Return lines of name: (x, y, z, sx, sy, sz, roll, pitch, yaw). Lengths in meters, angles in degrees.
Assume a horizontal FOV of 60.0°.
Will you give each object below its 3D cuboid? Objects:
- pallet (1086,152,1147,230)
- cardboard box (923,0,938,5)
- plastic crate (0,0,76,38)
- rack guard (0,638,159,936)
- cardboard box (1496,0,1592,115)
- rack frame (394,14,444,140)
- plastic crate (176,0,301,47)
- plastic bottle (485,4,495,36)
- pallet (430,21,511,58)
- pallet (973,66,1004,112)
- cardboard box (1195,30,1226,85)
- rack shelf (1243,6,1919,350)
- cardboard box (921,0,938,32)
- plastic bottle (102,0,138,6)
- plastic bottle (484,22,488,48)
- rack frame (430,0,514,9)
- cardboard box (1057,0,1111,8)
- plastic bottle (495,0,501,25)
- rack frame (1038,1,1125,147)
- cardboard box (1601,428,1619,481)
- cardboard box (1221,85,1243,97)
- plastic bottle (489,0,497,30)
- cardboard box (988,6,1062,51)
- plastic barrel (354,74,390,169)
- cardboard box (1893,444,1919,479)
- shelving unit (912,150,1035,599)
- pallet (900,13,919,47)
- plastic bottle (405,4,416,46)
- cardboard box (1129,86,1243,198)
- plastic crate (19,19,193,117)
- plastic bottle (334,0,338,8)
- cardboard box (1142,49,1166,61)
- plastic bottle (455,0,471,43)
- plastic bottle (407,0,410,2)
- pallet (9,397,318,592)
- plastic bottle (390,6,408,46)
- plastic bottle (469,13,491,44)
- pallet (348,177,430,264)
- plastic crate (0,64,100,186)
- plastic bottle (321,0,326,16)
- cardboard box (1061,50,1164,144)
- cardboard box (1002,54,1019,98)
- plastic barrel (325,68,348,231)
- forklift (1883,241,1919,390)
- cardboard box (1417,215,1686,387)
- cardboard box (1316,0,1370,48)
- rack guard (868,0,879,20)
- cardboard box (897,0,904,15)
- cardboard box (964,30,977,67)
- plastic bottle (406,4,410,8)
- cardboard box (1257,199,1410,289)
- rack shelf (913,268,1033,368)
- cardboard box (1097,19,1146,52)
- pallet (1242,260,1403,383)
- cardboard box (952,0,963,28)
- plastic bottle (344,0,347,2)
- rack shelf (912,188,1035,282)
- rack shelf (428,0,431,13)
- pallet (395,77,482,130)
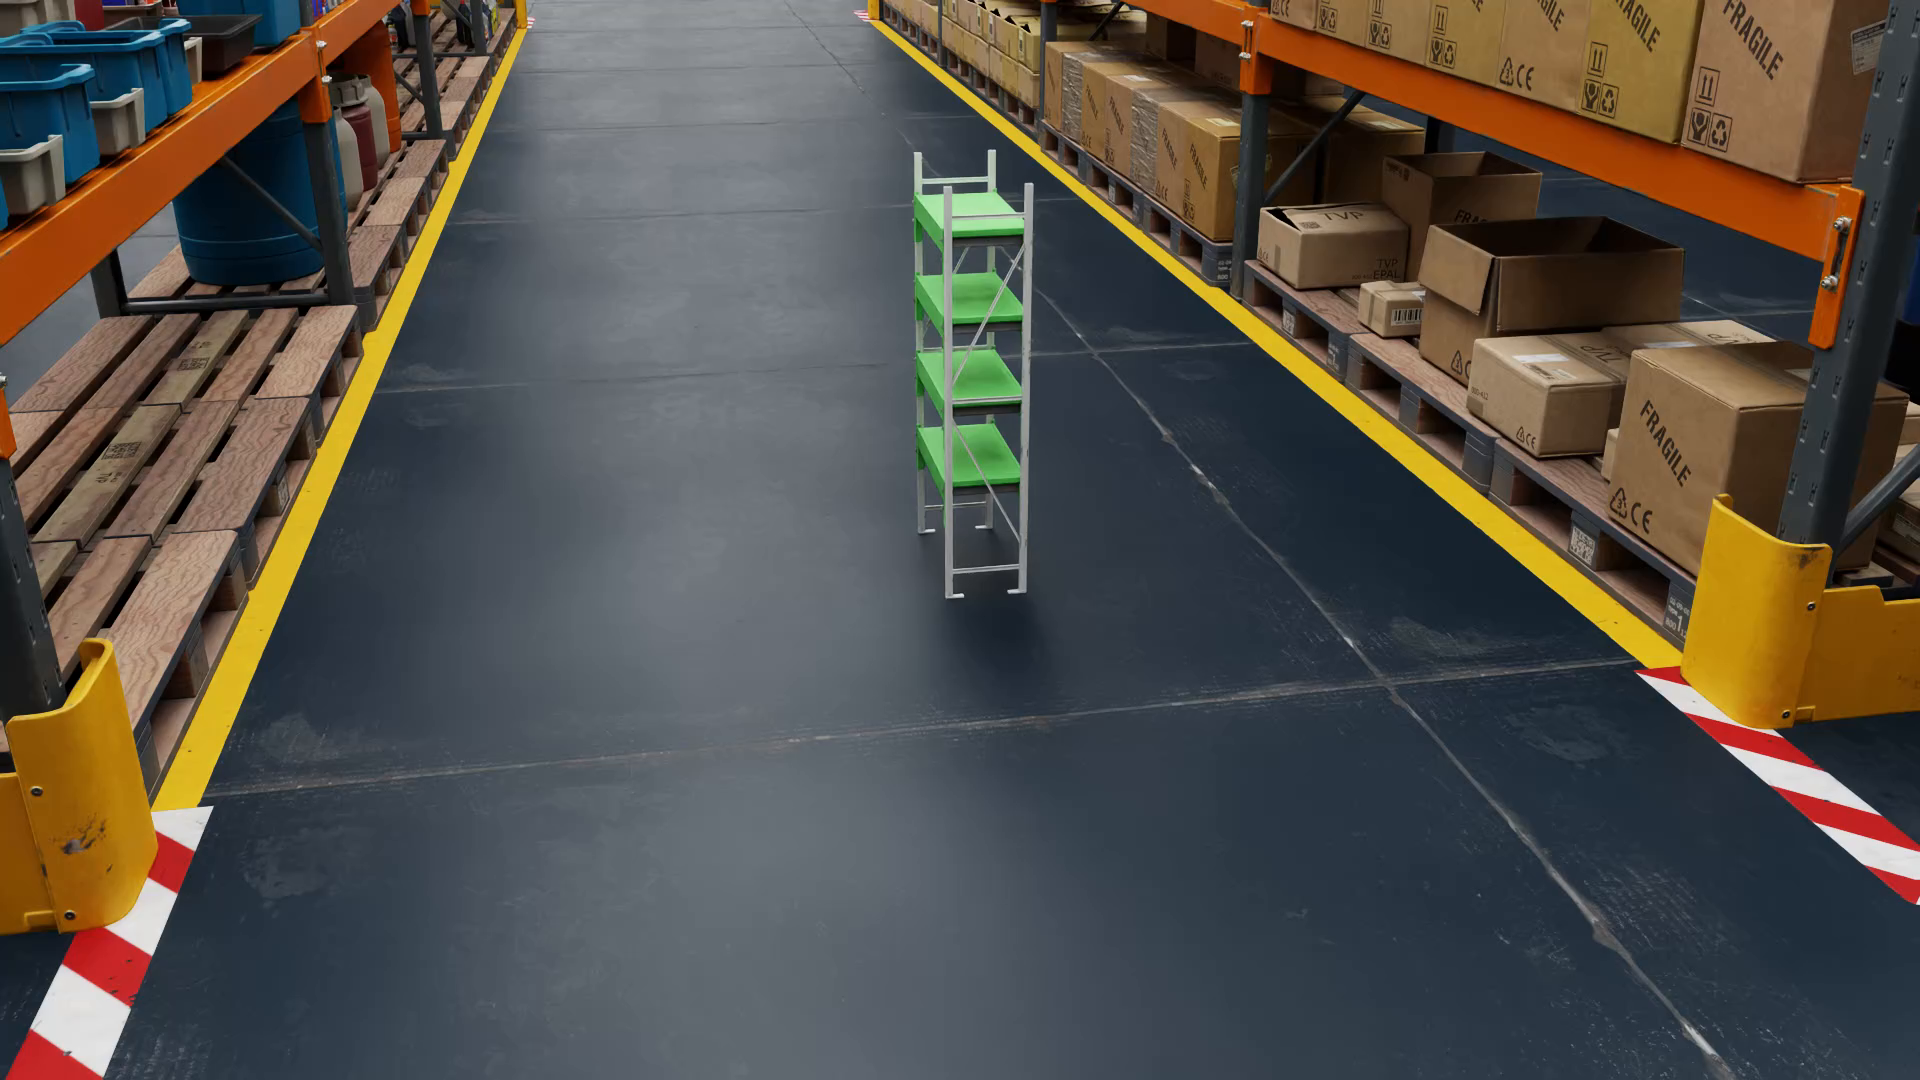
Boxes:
pallet: (1.367, -2.070, 9.725, 1.003, 0.211, 1.213, -4, 24, -10)
cardboard box: (-0.078, -5.336, 15.694, 0.500, 0.500, 0.500, -4, 24, -10)
plastic crate: (-2.984, -1.543, 5.109, 0.437, 0.282, 0.530, -4, 24, -10)
rack guard: (-2.328, 0.543, 3.382, 1.175, 0.500, 0.348, -4, 24, -10)
cardboard box: (1.986, -1.579, 4.992, 0.500, 0.500, 0.500, -4, 24, -9)
rack frame: (-3.825, -3.758, 10.106, 1.000, 3.000, 0.127, -4, 24, -10)
plastic crate: (-2.664, -2.046, 6.132, 0.392, 0.384, 0.575, -4, 24, -10)
plastic bottle: (-4.331, -4.778, 15.287, 0.061, 0.283, 0.133, -3, 24, -7)
pallet: (-4.877, -4.801, 15.980, 1.003, 0.211, 1.213, -4, 24, -10)
pallet: (0.708, -3.651, 13.345, 1.003, 0.211, 1.213, -4, 24, -10)
cardboard box: (1.655, -2.748, 9.431, 0.500, 0.250, 0.500, -5, 24, -11)
rack shelf: (2.153, -1.433, 5.683, 1.077, 0.370, 4.000, -4, 24, -10)
cardboard box: (-0.079, -4.992, 15.844, 0.500, 0.250, 0.500, -4, 24, -10)
plastic bottle: (-3.476, -2.259, 6.829, 0.152, 0.276, 0.135, -4, 24, -10)
plastic bottle: (-4.193, -4.440, 14.528, 0.097, 0.271, 0.097, 0, 24, 0)
rack frame: (-5.304, -6.905, 17.311, 1.000, 3.000, 0.127, -4, 24, -10)
cardboard box: (0.942, -4.149, 13.212, 0.500, 0.311, 0.500, -5, 24, -10)
plastic bottle: (-4.494, -5.127, 16.085, 0.061, 0.283, 0.133, -4, 24, -8)
rack frame: (1.044, -4.123, 10.942, 1.000, 3.000, 0.127, -4, 24, -10)
cardboard box: (2.194, -0.241, 5.045, 0.380, 0.166, 0.250, -4, 24, -10)
cardboard box: (1.739, -2.220, 9.159, 0.500, 0.500, 0.500, -4, 24, -9)
plastic bottle: (-4.454, -4.982, 15.669, 0.144, 0.351, 0.185, -3, 24, -8)
cardboard box: (0.512, -3.903, 12.648, 0.500, 0.311, 0.500, -4, 24, -10)
plastic barrel: (-3.525, -2.404, 9.589, 0.421, 0.512, 0.421, 0, 24, 0)
cardboard box: (2.737, -0.168, 4.877, 0.380, 0.166, 0.250, -4, 24, -10)
shelving unit: (0.031, -0.485, 4.861, 0.258, 1.200, 0.503, -4, 24, -10)
pallet: (-0.031, -5.215, 16.927, 1.003, 0.211, 1.213, -4, 24, -10)
plastic bottle: (-4.825, -4.562, 14.707, 0.144, 0.351, 0.185, -4, 24, -10)
cardboard box: (1.235, -2.171, 9.046, 0.500, 0.500, 0.500, -4, 24, -9)
plastic crate: (-2.367, -1.319, 4.657, 0.416, 0.233, 0.300, -4, 24, -10)
plastic bottle: (-2.859, -2.527, 7.450, 0.097, 0.271, 0.097, 0, 24, 0)
cardboard box: (1.447, -2.829, 10.552, 0.500, 0.500, 0.500, -3, 24, -8)
plastic bottle: (-4.448, -4.656, 14.924, 0.144, 0.351, 0.185, -4, 24, -10)
plastic bottle: (-5.212, -4.985, 15.775, 0.097, 0.271, 0.097, 0, 24, 0)
pallet: (-2.682, -0.139, 5.305, 1.003, 0.211, 1.213, -4, 24, -10)
plastic bottle: (-4.967, -4.551, 14.682, 0.144, 0.351, 0.185, -5, 24, -11)
plastic bottle: (-4.279, -4.568, 14.814, 0.152, 0.276, 0.135, -3, 24, -8)
pallet: (-3.416, -1.694, 8.865, 1.003, 0.211, 1.213, -4, 24, -10)
plastic crate: (-2.189, -0.942, 3.794, 0.416, 0.233, 0.300, -4, 24, -10)
plastic bottle: (-2.798, -2.366, 7.167, 0.097, 0.201, 0.097, 0, 24, 0)
cardboard box: (0.949, -2.773, 10.426, 0.500, 0.500, 0.500, -5, 24, -12)
cardboard box: (0.608, -3.447, 12.305, 0.500, 0.250, 0.500, -5, 24, -10)
plastic barrel: (-3.300, -1.909, 7.970, 0.600, 0.901, 0.708, -4, 24, -10)
forklift: (5.146, -2.059, 6.303, 3.031, 2.935, 1.130, -14, 27, -29)
cardboard box: (2.136, -0.869, 6.060, 0.797, 0.503, 0.637, -4, 24, -10)
cardboard box: (1.708, -2.174, 6.354, 0.500, 0.500, 0.500, -4, 24, -9)
rack guard: (-0.440, -6.134, 18.669, 1.175, 0.500, 0.348, -4, 24, -10)
cardboard box: (-0.367, -5.582, 17.193, 0.500, 0.250, 0.500, -4, 24, -10)
cardboard box: (0.327, -4.047, 13.679, 0.500, 0.250, 0.500, -5, 24, -11)
plastic bottle: (-5.088, -4.783, 15.308, 0.152, 0.276, 0.135, -4, 24, -9)
cardboard box: (1.648, -1.338, 7.375, 0.500, 0.311, 0.500, -4, 24, -10)
rack shelf: (0.031, -0.646, 4.790, 0.258, 0.148, 0.480, -4, 24, -10)
cardboard box: (1.235, -3.540, 11.818, 0.500, 0.311, 0.500, -4, 24, -8)
pallet: (1.909, -1.001, 7.279, 1.003, 0.211, 1.213, -4, 24, -10)
cardboard box: (0.223, -4.507, 14.033, 0.500, 0.311, 0.500, -5, 24, -10)
plastic bottle: (-2.898, -2.656, 7.730, 0.061, 0.283, 0.133, -4, 24, -10)
rack shelf: (0.031, -0.866, 4.694, 0.258, 0.148, 0.480, -4, 24, -10)
rack shelf: (-4.195, -4.215, 12.052, 1.077, 0.370, 4.000, -4, 24, -10)
pallet: (-4.152, -3.266, 12.465, 1.003, 0.211, 1.213, -4, 24, -10)
